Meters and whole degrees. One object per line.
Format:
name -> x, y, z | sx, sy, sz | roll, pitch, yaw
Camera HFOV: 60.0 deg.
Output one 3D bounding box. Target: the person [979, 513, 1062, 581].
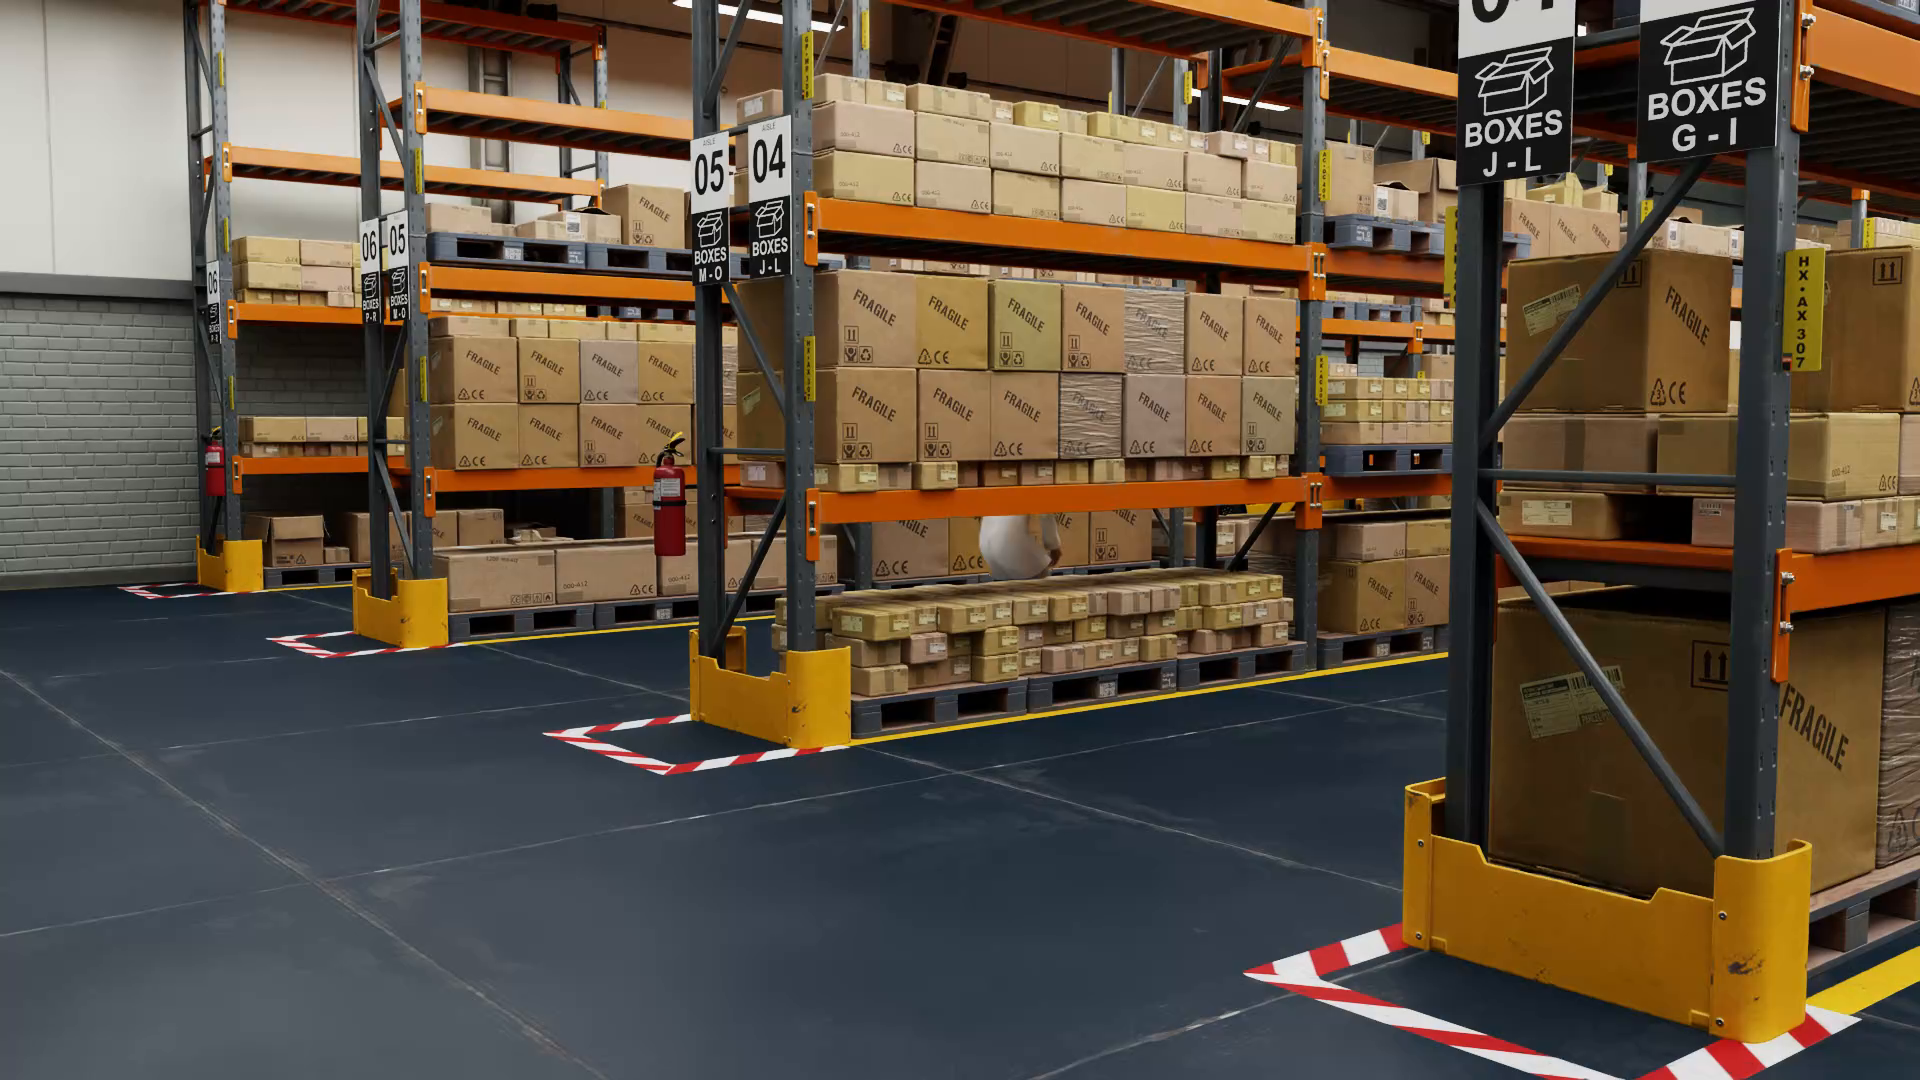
person -> 0.413, 0.028, 12.073 | 0.612, 1.564, 0.625 | -3, 5, -38
